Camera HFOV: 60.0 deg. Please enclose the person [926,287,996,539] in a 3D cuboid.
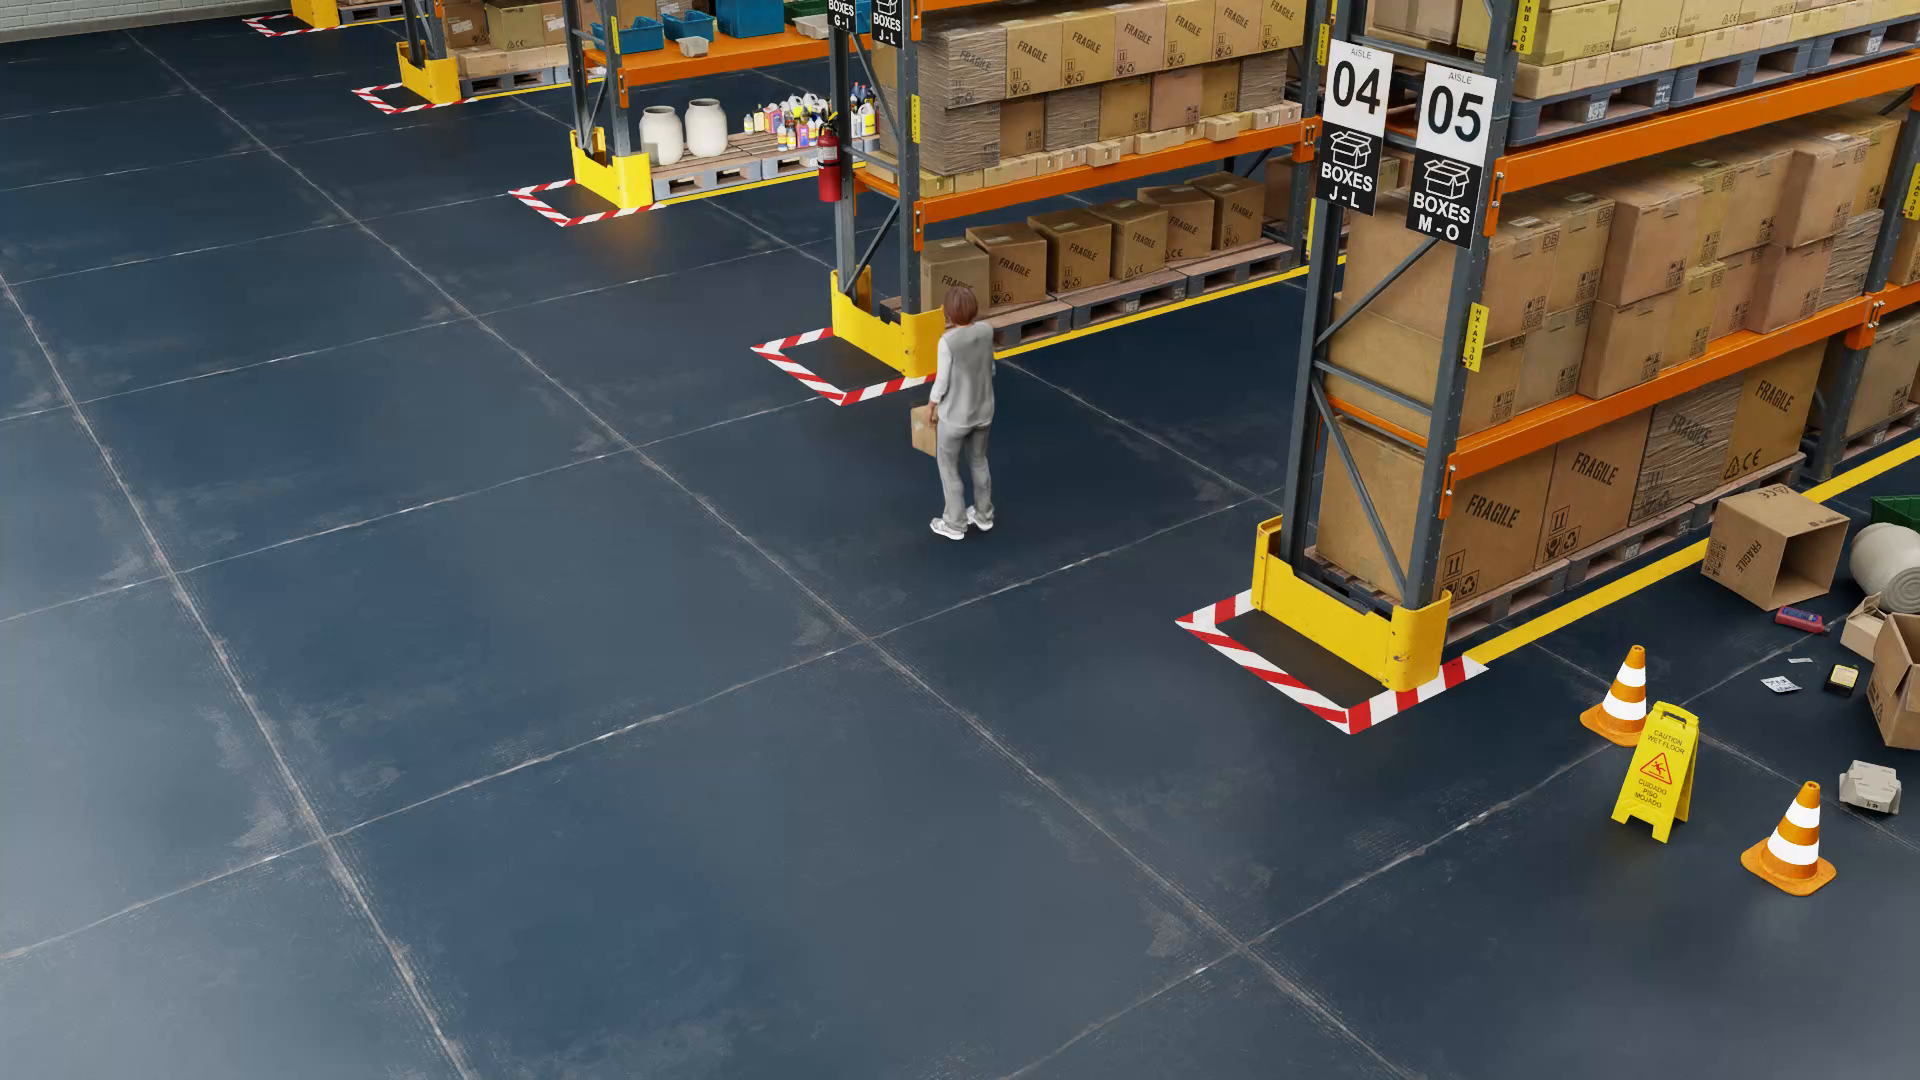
[{"bbox_3d":[0.018,-0.758,9.997,0.447,1.600,0.347,-20,35,-31],"label":"person"}]
